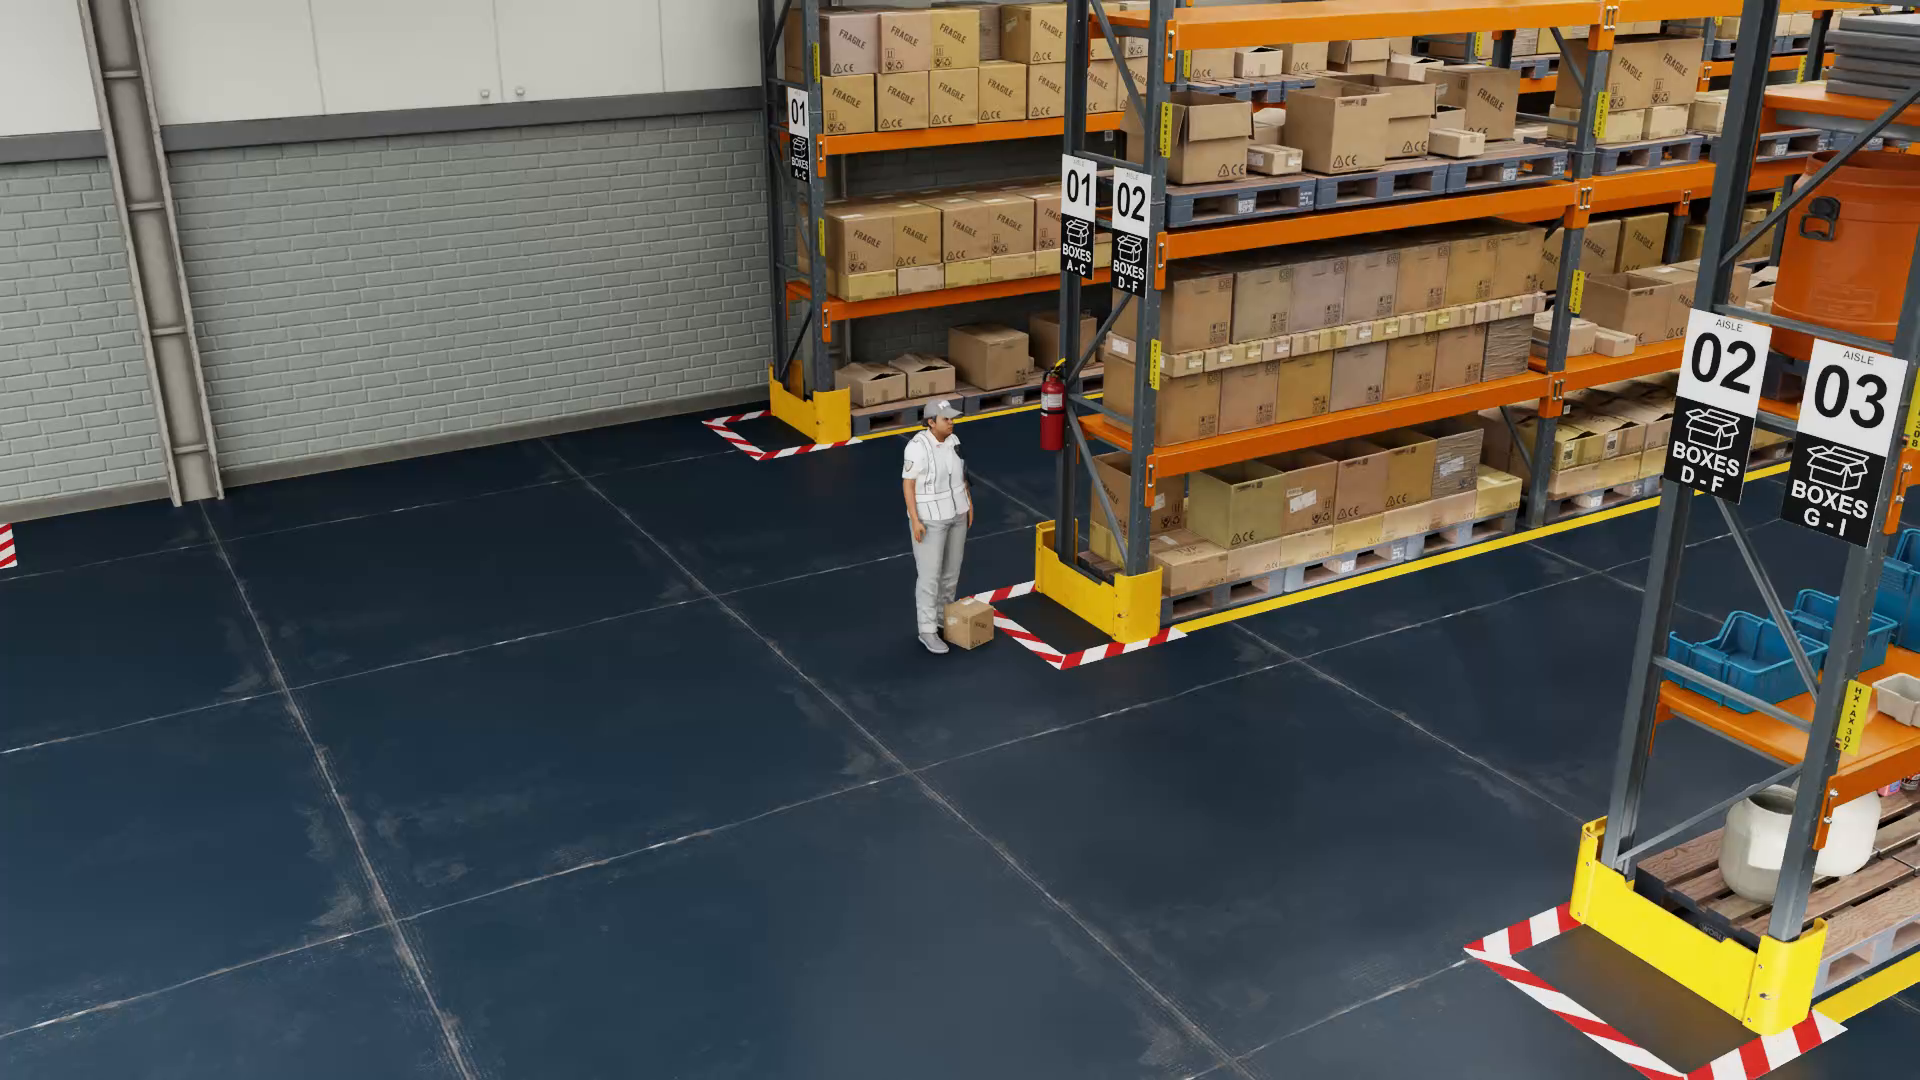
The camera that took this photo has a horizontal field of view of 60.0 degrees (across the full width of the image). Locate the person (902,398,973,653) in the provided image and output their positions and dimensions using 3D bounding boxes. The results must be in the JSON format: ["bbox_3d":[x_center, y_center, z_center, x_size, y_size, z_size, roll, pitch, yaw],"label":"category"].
[{"bbox_3d":[-0.103,-0.128,11.373,0.598,1.670,0.529,-20,29,-40],"label":"person"}]
